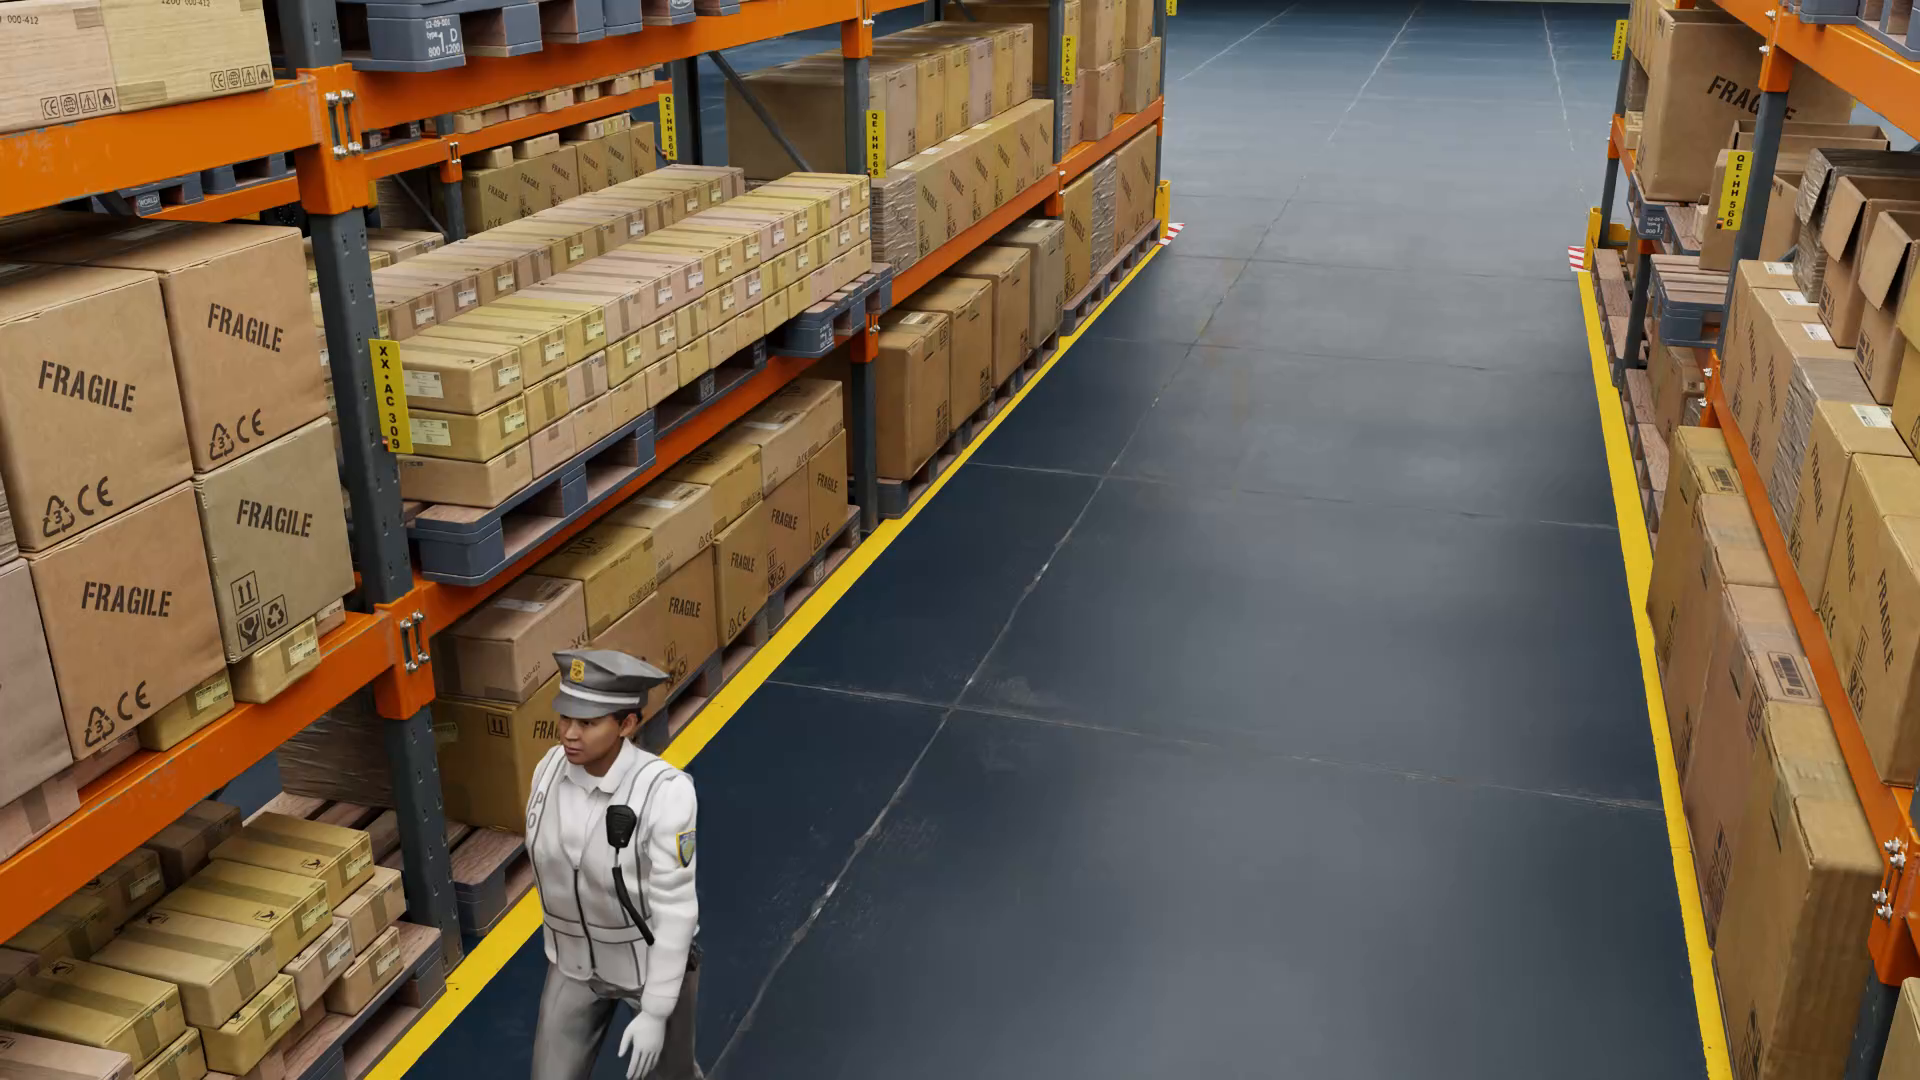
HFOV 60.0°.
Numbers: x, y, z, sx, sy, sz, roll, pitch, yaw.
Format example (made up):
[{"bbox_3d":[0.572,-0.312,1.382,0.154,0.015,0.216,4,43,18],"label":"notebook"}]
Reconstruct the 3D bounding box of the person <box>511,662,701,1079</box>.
[{"bbox_3d":[-0.857,1.081,3.882,0.480,1.685,0.854,6,23,16],"label":"person"}]
